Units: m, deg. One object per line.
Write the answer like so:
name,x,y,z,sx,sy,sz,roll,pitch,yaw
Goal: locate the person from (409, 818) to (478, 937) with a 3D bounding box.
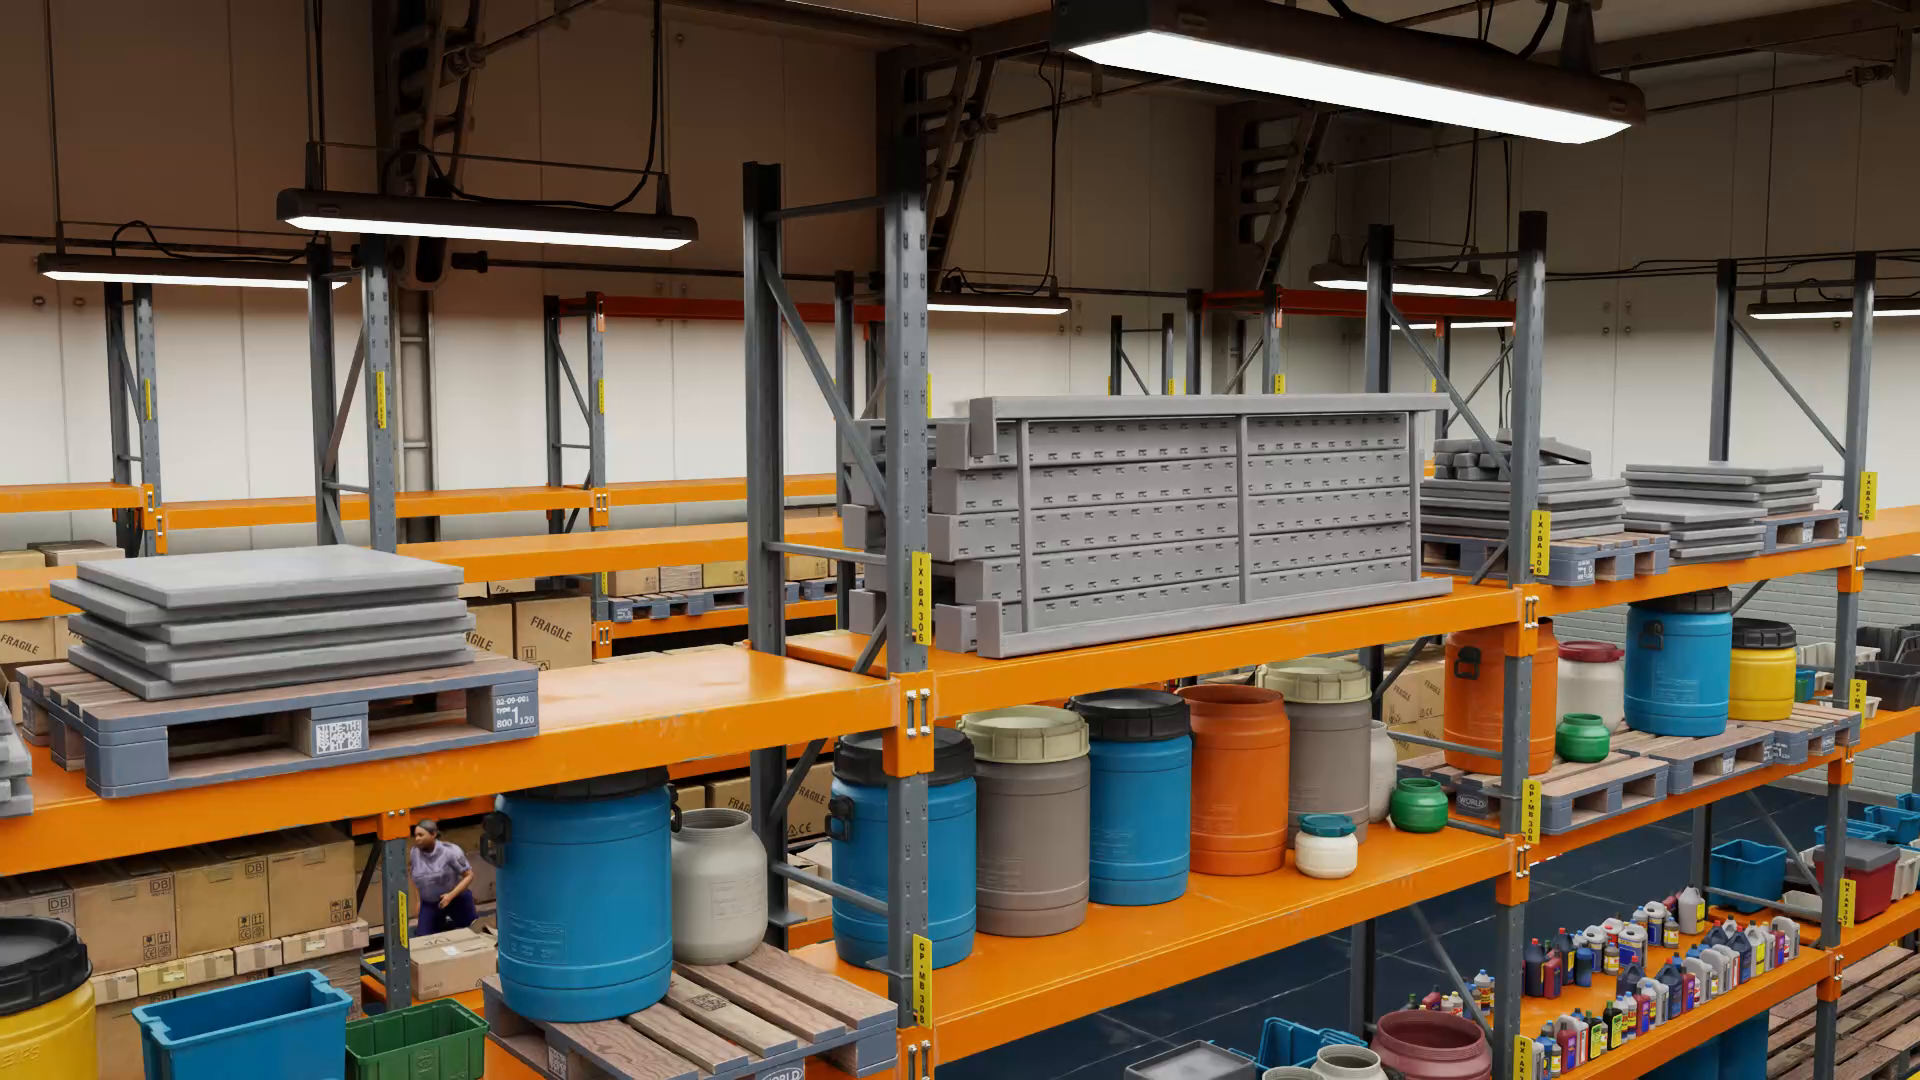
person,-4.274,3.077,13.851,0.668,1.592,0.770,0,6,1
